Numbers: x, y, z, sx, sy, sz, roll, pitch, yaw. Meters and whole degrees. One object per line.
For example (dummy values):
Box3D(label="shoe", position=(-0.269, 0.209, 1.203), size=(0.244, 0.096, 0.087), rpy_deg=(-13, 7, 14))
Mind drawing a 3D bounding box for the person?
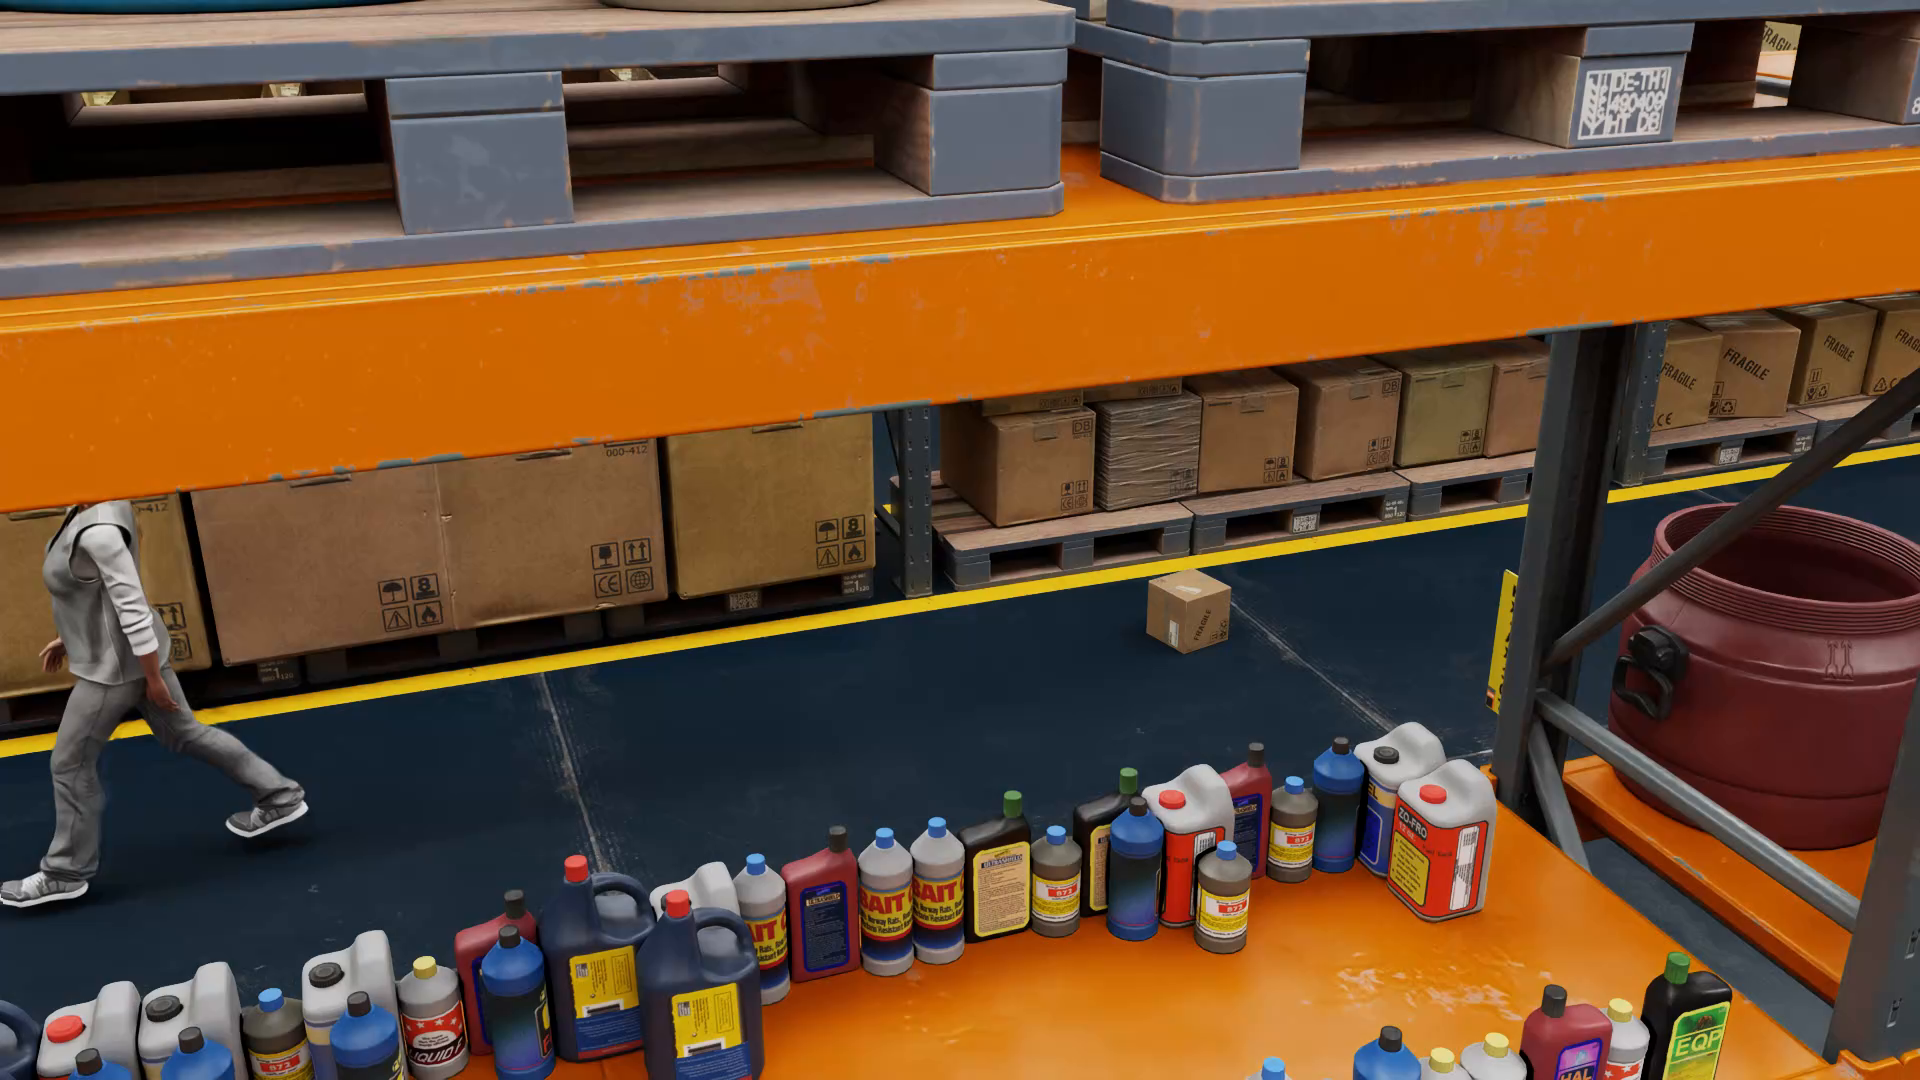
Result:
Box3D(label="person", position=(-2.653, 0.367, 5.219), size=(0.951, 1.543, 0.419), rpy_deg=(-8, 24, -18))
